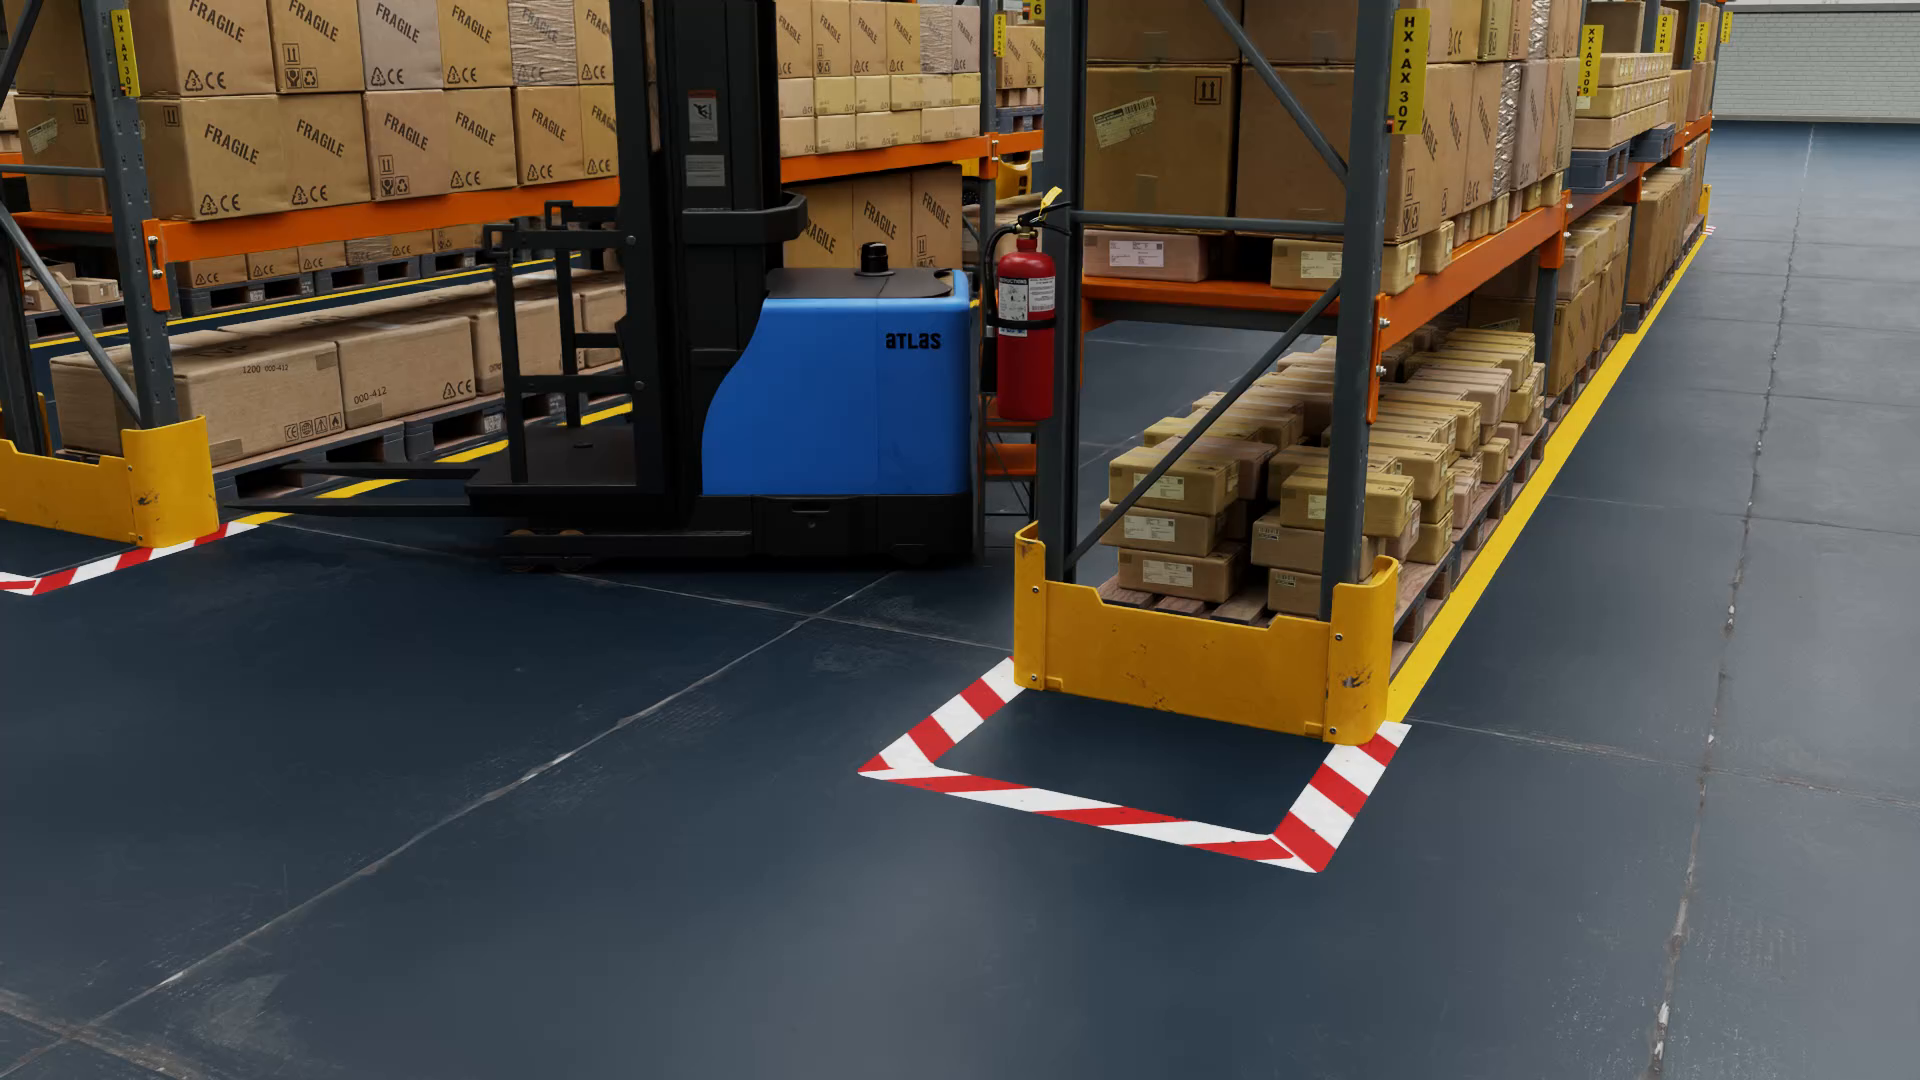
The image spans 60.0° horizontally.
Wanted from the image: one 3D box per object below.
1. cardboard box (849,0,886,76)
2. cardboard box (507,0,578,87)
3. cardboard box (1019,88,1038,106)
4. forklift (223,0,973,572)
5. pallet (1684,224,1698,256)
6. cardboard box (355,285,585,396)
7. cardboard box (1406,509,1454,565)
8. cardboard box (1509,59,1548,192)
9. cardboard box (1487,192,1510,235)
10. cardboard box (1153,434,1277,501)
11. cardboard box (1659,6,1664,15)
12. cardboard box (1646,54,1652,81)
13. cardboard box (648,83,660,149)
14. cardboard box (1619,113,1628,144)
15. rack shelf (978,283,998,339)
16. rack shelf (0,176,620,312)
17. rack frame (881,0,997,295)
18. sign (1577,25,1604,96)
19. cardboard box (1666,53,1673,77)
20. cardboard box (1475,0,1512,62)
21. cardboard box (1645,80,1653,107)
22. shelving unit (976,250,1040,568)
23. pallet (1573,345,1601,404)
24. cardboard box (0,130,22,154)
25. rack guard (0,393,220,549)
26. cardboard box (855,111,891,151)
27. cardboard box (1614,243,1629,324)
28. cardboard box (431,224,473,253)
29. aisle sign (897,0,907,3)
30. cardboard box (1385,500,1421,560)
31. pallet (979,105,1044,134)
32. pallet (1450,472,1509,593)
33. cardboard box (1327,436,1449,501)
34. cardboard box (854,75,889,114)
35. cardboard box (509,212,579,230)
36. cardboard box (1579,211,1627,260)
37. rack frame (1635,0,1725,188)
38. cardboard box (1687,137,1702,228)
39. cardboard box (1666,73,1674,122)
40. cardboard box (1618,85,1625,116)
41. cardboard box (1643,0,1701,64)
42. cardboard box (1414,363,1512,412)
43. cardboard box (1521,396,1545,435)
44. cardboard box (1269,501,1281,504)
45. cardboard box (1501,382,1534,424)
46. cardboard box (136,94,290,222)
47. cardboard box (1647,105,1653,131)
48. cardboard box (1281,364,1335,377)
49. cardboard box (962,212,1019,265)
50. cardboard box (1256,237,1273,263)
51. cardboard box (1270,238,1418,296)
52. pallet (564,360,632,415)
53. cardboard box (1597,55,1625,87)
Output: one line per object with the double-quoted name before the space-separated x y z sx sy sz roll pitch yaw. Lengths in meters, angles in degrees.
"cardboard box" -0.859 -3.534 11.724 0.500 0.500 0.500 8 18 24
"cardboard box" -2.383 -2.652 8.752 0.500 0.500 0.500 8 18 26
"cardboard box" 0.452 -3.829 14.352 0.380 0.149 0.250 7 18 22
"forklift" -1.465 -1.428 6.685 3.031 2.935 1.130 0 17 0
"pallet" 7.035 -3.131 17.196 1.003 0.211 1.213 8 18 25
"cardboard box" -2.743 -1.137 9.348 0.875 0.438 0.875 8 18 24
"cardboard box" 1.601 -0.036 6.146 0.380 0.149 0.250 8 18 26
"cardboard box" 2.087 -1.707 6.807 0.500 0.500 0.500 8 18 25
"cardboard box" 1.955 -1.304 6.589 0.380 0.149 0.250 9 19 26
"cardboard box" 0.893 -0.259 5.854 0.380 0.149 0.250 8 19 26
"cardboard box" 5.184 -3.984 13.238 0.700 0.500 0.500 8 18 25
"cardboard box" 3.789 -2.741 9.644 0.380 0.149 0.250 9 19 27
"cardboard box" -1.945 -2.436 9.782 0.500 0.500 0.500 8 18 26
"cardboard box" 3.328 -2.192 8.840 0.380 0.149 0.250 8 18 26
"rack shelf" 0.205 -0.910 6.597 0.258 0.148 0.480 0 17 0
"rack shelf" -2.860 -1.684 8.691 1.077 0.370 4.000 8 18 25
"rack frame" -0.179 -3.558 13.734 1.000 3.000 0.127 8 18 25
"sign" 2.996 -2.283 7.921 0.100 0.325 0.005 8 18 25
"cardboard box" 4.485 -3.136 10.975 0.380 0.149 0.250 7 18 23
"cardboard box" 1.630 -1.925 5.784 0.500 0.500 0.500 8 18 24
"cardboard box" 3.907 -2.664 9.908 0.380 0.149 0.250 9 19 27
"shelving unit" 0.201 -0.534 6.709 0.258 1.200 0.503 0 17 0
"pallet" 3.398 -1.108 10.385 1.003 0.211 1.213 8 18 25
"cardboard box" -6.658 -2.734 11.401 0.380 0.149 0.250 9 19 27
"rack guard" -3.765 -0.315 7.208 1.175 0.500 0.348 8 18 25
"cardboard box" -0.829 -2.932 11.891 0.500 0.250 0.500 8 18 24
"cardboard box" 4.234 -1.756 11.320 0.500 0.500 0.500 8 18 25
"cardboard box" -4.851 -2.930 15.273 0.500 0.500 0.500 8 18 25
"aisle sign" -0.755 -7.451 22.278 0.394 0.787 0.004 8 18 25
"cardboard box" 1.356 -0.056 5.693 0.380 0.149 0.250 8 18 25
"pallet" 0.044 -3.661 14.418 1.213 0.211 1.003 8 18 25
"pallet" 1.695 -0.110 7.026 1.003 0.211 1.213 8 18 25
"cardboard box" 1.500 -0.259 5.854 0.380 0.149 0.250 8 18 25
"cardboard box" -0.836 -3.173 11.825 0.500 0.250 0.500 7 18 24
"cardboard box" -4.330 -3.408 16.664 0.875 0.625 0.625 9 19 27
"cardboard box" 4.007 -1.978 10.753 0.500 0.250 0.500 8 18 26
"rack frame" 7.869 -4.991 18.561 1.000 3.000 0.127 8 18 25
"cardboard box" 7.234 -3.769 17.438 0.875 0.875 0.875 8 18 25
"cardboard box" 5.187 -3.340 12.825 0.500 0.500 0.500 8 18 25
"cardboard box" 3.209 -2.266 8.567 0.380 0.149 0.250 8 18 24
"cardboard box" 6.277 -4.652 15.257 0.875 0.550 0.550 8 18 25
"cardboard box" 2.173 -0.659 7.201 0.380 0.149 0.250 7 18 23
"cardboard box" 2.637 -0.626 8.134 0.380 0.149 0.250 8 18 26
"cardboard box" 1.143 -0.252 6.351 0.380 0.149 0.250 8 18 25
"cardboard box" 2.437 -0.650 7.693 0.380 0.149 0.250 7 18 23
"cardboard box" -3.283 -1.654 7.148 0.500 0.500 0.500 8 18 25
"cardboard box" 4.025 -2.590 10.180 0.380 0.149 0.250 7 18 23
"cardboard box" 1.592 -0.656 7.190 0.380 0.149 0.250 7 18 23
"cardboard box" 0.082 -2.642 14.528 0.950 0.372 0.625 7 18 22
"cardboard box" 0.856 -1.039 5.695 0.380 0.149 0.250 8 18 25
"cardboard box" 1.158 -0.836 5.013 0.380 0.149 0.250 8 18 25
"pallet" -2.376 -1.018 10.082 1.003 0.211 1.213 8 18 25
"cardboard box" 3.095 -2.343 8.302 0.380 0.149 0.250 9 19 28
